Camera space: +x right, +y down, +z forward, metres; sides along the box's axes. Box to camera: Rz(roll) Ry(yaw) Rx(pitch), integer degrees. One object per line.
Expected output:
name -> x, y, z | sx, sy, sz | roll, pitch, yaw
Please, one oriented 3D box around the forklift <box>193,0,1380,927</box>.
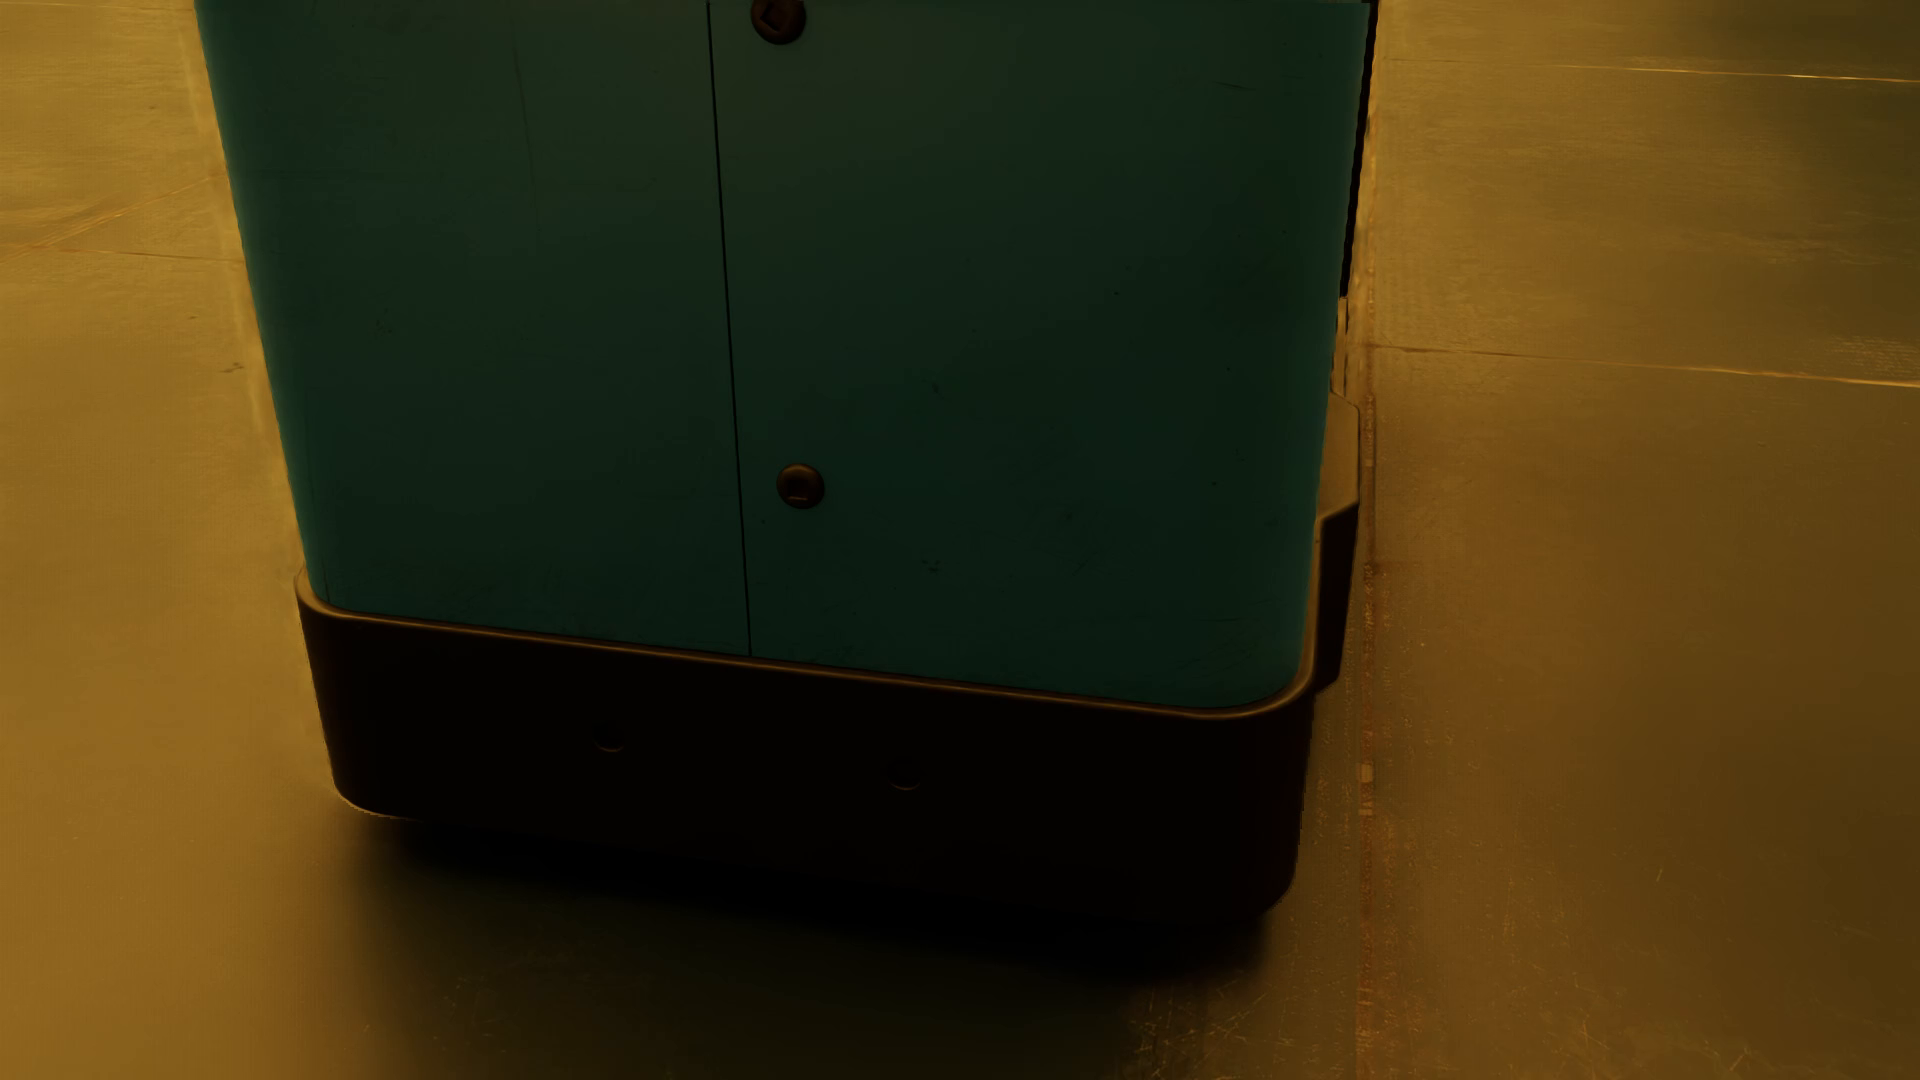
forklift -> 0.124, -1.578, 2.375 | 1.130, 2.935, 3.031 | 6, 27, 11
